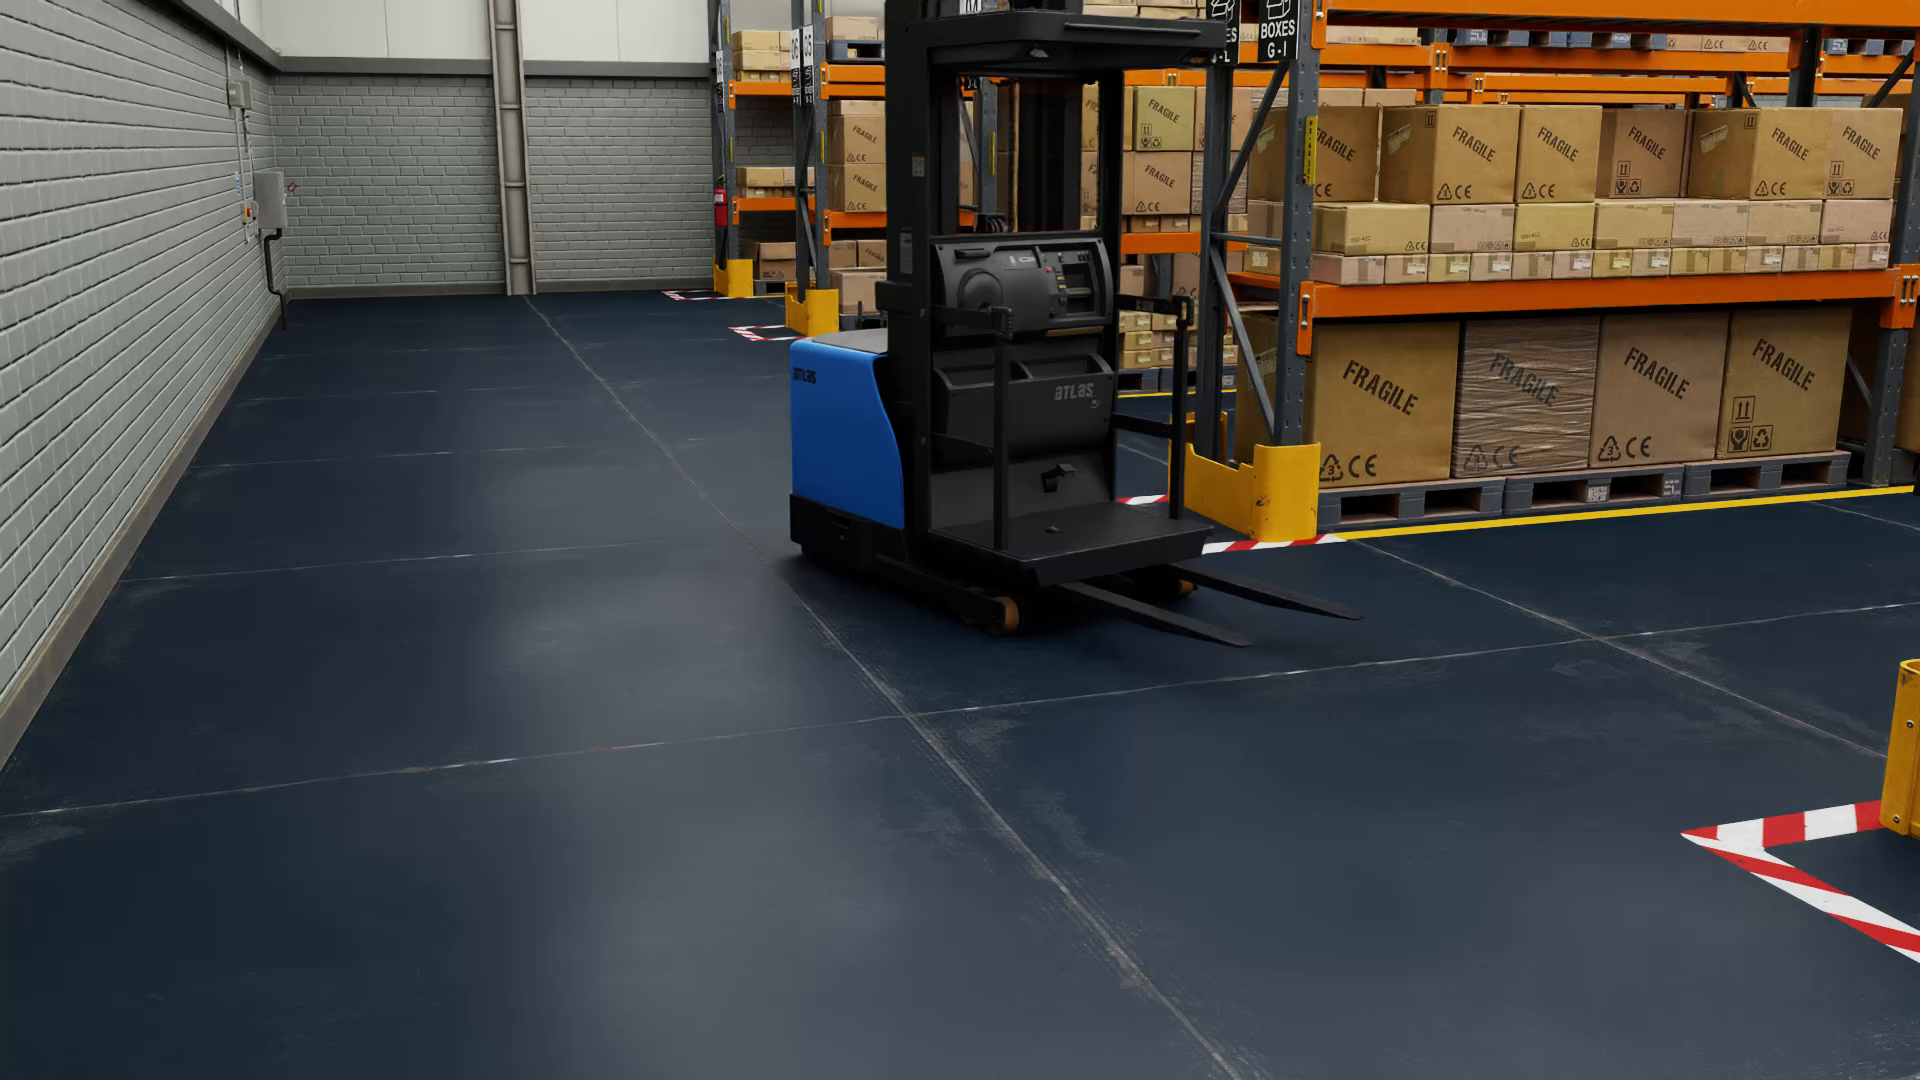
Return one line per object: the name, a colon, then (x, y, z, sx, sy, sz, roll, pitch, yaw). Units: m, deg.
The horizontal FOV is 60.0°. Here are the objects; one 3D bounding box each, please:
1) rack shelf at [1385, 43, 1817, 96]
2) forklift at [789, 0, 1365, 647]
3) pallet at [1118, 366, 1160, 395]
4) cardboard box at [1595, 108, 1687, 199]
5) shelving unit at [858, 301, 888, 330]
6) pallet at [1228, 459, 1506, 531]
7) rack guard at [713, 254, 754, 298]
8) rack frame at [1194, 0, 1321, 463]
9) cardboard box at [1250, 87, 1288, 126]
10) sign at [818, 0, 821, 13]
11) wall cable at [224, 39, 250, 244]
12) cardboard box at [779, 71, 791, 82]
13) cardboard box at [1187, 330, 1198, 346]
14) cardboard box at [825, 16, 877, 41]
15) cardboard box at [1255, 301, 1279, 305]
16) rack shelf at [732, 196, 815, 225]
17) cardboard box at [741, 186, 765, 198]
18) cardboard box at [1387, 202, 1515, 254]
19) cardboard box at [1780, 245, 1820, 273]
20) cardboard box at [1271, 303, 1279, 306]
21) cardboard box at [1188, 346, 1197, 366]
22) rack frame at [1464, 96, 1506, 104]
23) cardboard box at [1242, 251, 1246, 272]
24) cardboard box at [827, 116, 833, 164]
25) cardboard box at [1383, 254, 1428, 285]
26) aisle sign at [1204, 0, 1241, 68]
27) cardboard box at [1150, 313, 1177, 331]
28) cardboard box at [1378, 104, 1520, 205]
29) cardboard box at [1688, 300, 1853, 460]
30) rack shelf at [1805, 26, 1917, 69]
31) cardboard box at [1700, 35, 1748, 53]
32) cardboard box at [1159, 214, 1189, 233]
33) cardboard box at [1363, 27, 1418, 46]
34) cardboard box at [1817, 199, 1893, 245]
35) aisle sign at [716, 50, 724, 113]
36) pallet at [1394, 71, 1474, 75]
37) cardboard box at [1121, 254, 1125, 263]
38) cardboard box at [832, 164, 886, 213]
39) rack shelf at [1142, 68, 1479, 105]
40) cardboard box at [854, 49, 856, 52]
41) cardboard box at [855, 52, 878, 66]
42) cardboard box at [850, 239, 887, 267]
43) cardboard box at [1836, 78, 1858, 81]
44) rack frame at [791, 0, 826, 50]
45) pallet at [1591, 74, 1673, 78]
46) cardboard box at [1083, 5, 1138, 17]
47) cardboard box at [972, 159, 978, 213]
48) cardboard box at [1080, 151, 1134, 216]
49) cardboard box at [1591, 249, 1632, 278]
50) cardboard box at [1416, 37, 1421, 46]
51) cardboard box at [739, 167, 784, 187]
rack shelf: (5.755, -4.230, 15.018, 4.000, 0.370, 1.077, -4, 14, -18)
forklift: (0.416, -1.153, 7.155, 1.130, 2.935, 3.031, -9, 16, -35)
pallet: (0.922, -1.379, 13.986, 1.213, 0.211, 1.003, -4, 14, -18)
cardboard box: (3.849, -2.261, 9.729, 0.500, 0.500, 0.500, -5, 14, -20)
shelving unit: (-0.378, -0.672, 8.867, 0.258, 1.200, 0.189, 9, 16, 35)
pallet: (2.287, -0.302, 9.459, 1.213, 0.211, 1.003, -4, 14, -18)
rack guard: (-3.121, -3.634, 22.842, 0.348, 0.500, 1.175, -4, 14, -18)
rack frame: (1.554, -1.583, 8.816, 0.127, 3.000, 1.000, -4, 14, -18)
cardboard box: (2.522, -3.485, 13.793, 0.500, 0.500, 0.500, -4, 14, -17)
sign: (-1.435, -5.557, 16.982, 0.005, 0.325, 0.100, -4, 14, -18)
wall cable: (-6.943, -3.845, 16.061, 0.123, 1.953, 0.585, -4, 14, -18)
cardboard box: (-2.328, -6.195, 22.265, 0.250, 0.149, 0.380, -4, 14, -18)
cardboard box: (1.871, -1.733, 14.055, 0.250, 0.149, 0.380, -4, 14, -15)
cardboard box: (-1.208, -5.449, 17.786, 0.500, 0.250, 0.500, -6, 15, -23)
cardboard box: (2.723, -2.039, 14.701, 0.250, 0.149, 0.380, -5, 14, -20)
rack shelf: (-1.297, -4.642, 23.233, 4.000, 0.370, 1.077, -4, 14, -18)
cardboard box: (-2.794, -4.687, 22.407, 0.250, 0.149, 0.380, -5, 14, -18)
cardboard box: (2.586, -1.671, 8.866, 0.500, 0.250, 0.500, -5, 14, -19)
cardboard box: (4.674, -1.624, 9.530, 0.250, 0.149, 0.380, -5, 14, -19)
cardboard box: (2.871, -1.947, 14.315, 0.250, 0.149, 0.380, -4, 14, -16)
cardboard box: (1.875, -1.555, 13.951, 0.250, 0.149, 0.380, -5, 14, -21)
rack frame: (8.180, -5.730, 26.252, 0.127, 3.000, 1.000, -4, 14, -18)
cardboard box: (3.601, -3.354, 19.945, 0.875, 0.875, 0.875, -4, 14, -16)
cardboard box: (-1.225, -4.379, 18.195, 0.500, 0.500, 0.500, -4, 14, -16)
cardboard box: (2.239, -1.434, 8.731, 0.250, 0.149, 0.380, -5, 14, -19)
aisle sign: (1.391, -2.908, 8.769, 0.004, 0.787, 0.394, -4, 14, -18)
cardboard box: (1.650, -1.841, 13.869, 0.250, 0.149, 0.380, -4, 14, -16)
cardboard box: (2.569, -2.033, 8.767, 0.500, 0.500, 0.500, -5, 14, -19)
cardboard box: (4.694, -1.018, 10.123, 0.875, 0.875, 0.875, -4, 14, -18)
rack shelf: (7.241, -3.135, 10.413, 4.000, 0.370, 1.077, -4, 14, -18)
cardboard box: (6.721, -4.639, 14.965, 0.500, 0.500, 0.500, -4, 14, -18)
cardboard box: (1.690, -2.620, 13.718, 0.250, 0.149, 0.380, -5, 14, -19)
cardboard box: (3.480, -4.264, 13.930, 0.500, 0.250, 0.500, -4, 14, -17)
cardboard box: (5.011, -1.860, 9.661, 0.500, 0.250, 0.500, -5, 14, -19)
aisle sign: (-3.164, -6.040, 21.936, 0.004, 0.787, 0.394, -4, 14, -18)
pallet: (5.383, -5.655, 19.861, 1.003, 0.211, 1.213, -4, 14, -15)
cardboard box: (2.104, -4.192, 24.278, 0.500, 0.500, 0.500, -5, 14, -20)
cardboard box: (-1.060, -3.778, 17.826, 0.500, 0.500, 0.500, -5, 14, -19)
rack shelf: (4.080, -5.309, 19.551, 4.000, 0.370, 1.077, -4, 14, -18)
cardboard box: (-1.252, -6.710, 22.489, 0.500, 0.250, 0.500, -4, 14, -17)
cardboard box: (-1.238, -6.469, 22.556, 0.500, 0.250, 0.500, -5, 14, -19)
cardboard box: (-1.227, -3.929, 23.173, 0.500, 0.500, 0.500, -4, 14, -17)
cardboard box: (11.391, -6.024, 21.548, 0.250, 0.149, 0.380, -5, 14, -19)
rack frame: (-1.606, -6.675, 17.259, 0.127, 3.000, 1.000, -4, 14, -18)
pallet: (8.166, -5.911, 20.933, 1.003, 0.211, 1.213, -4, 14, -18)
cardboard box: (1.076, -4.080, 13.154, 0.500, 0.250, 0.500, -4, 14, -16)
cardboard box: (0.412, -2.961, 13.751, 0.500, 0.500, 0.500, -4, 14, -17)
cardboard box: (1.081, -2.889, 13.448, 0.500, 0.500, 0.500, -4, 14, -18)
cardboard box: (3.454, -1.528, 9.129, 0.250, 0.149, 0.380, -5, 14, -19)
cardboard box: (5.098, -5.944, 19.546, 0.500, 0.500, 0.700, -5, 14, -21)
cardboard box: (-2.677, -4.891, 22.404, 0.500, 0.250, 0.500, -4, 14, -18)
